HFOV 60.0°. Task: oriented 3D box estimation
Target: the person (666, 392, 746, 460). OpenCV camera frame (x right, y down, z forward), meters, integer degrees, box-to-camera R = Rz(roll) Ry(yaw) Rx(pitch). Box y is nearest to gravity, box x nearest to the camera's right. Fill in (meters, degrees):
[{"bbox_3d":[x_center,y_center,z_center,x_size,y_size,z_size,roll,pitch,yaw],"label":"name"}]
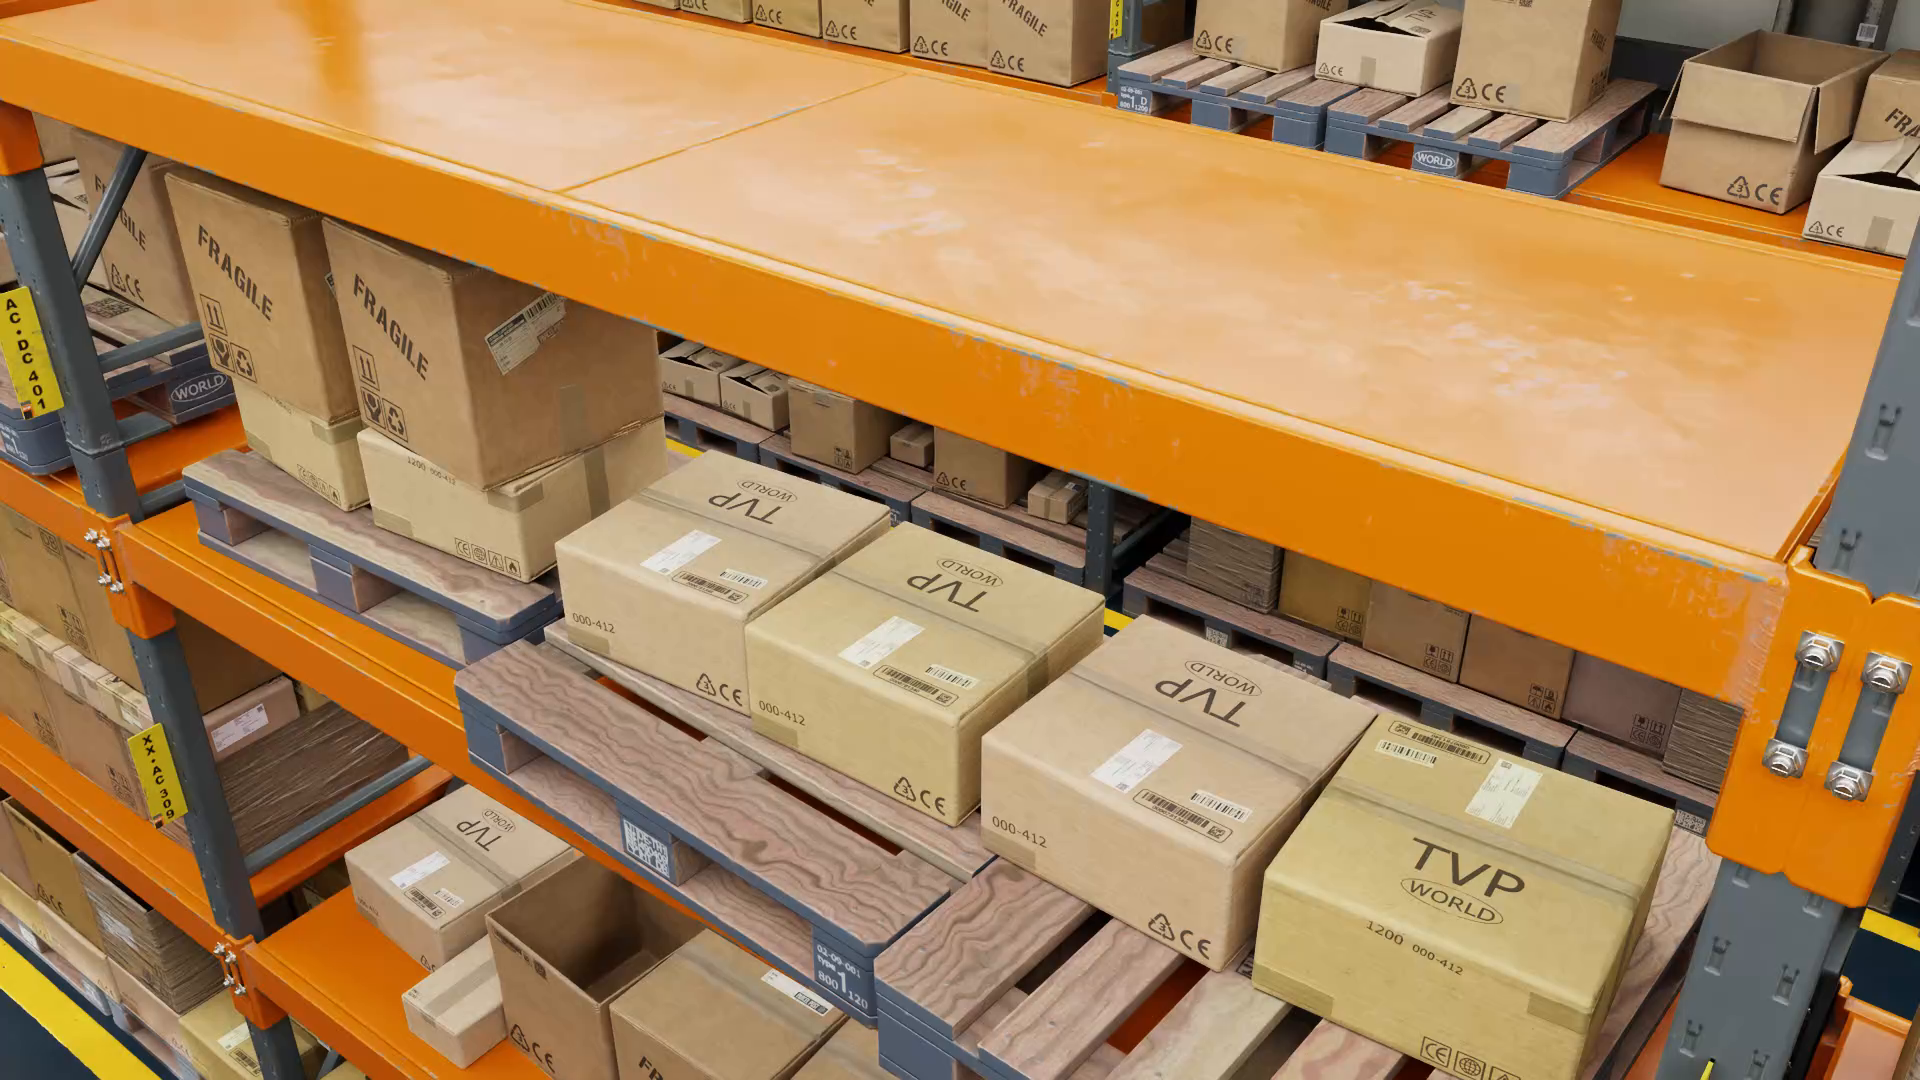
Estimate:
[{"bbox_3d":[-1.247,0.087,7.976,0.490,1.717,0.571,20,36,31],"label":"person"}]
